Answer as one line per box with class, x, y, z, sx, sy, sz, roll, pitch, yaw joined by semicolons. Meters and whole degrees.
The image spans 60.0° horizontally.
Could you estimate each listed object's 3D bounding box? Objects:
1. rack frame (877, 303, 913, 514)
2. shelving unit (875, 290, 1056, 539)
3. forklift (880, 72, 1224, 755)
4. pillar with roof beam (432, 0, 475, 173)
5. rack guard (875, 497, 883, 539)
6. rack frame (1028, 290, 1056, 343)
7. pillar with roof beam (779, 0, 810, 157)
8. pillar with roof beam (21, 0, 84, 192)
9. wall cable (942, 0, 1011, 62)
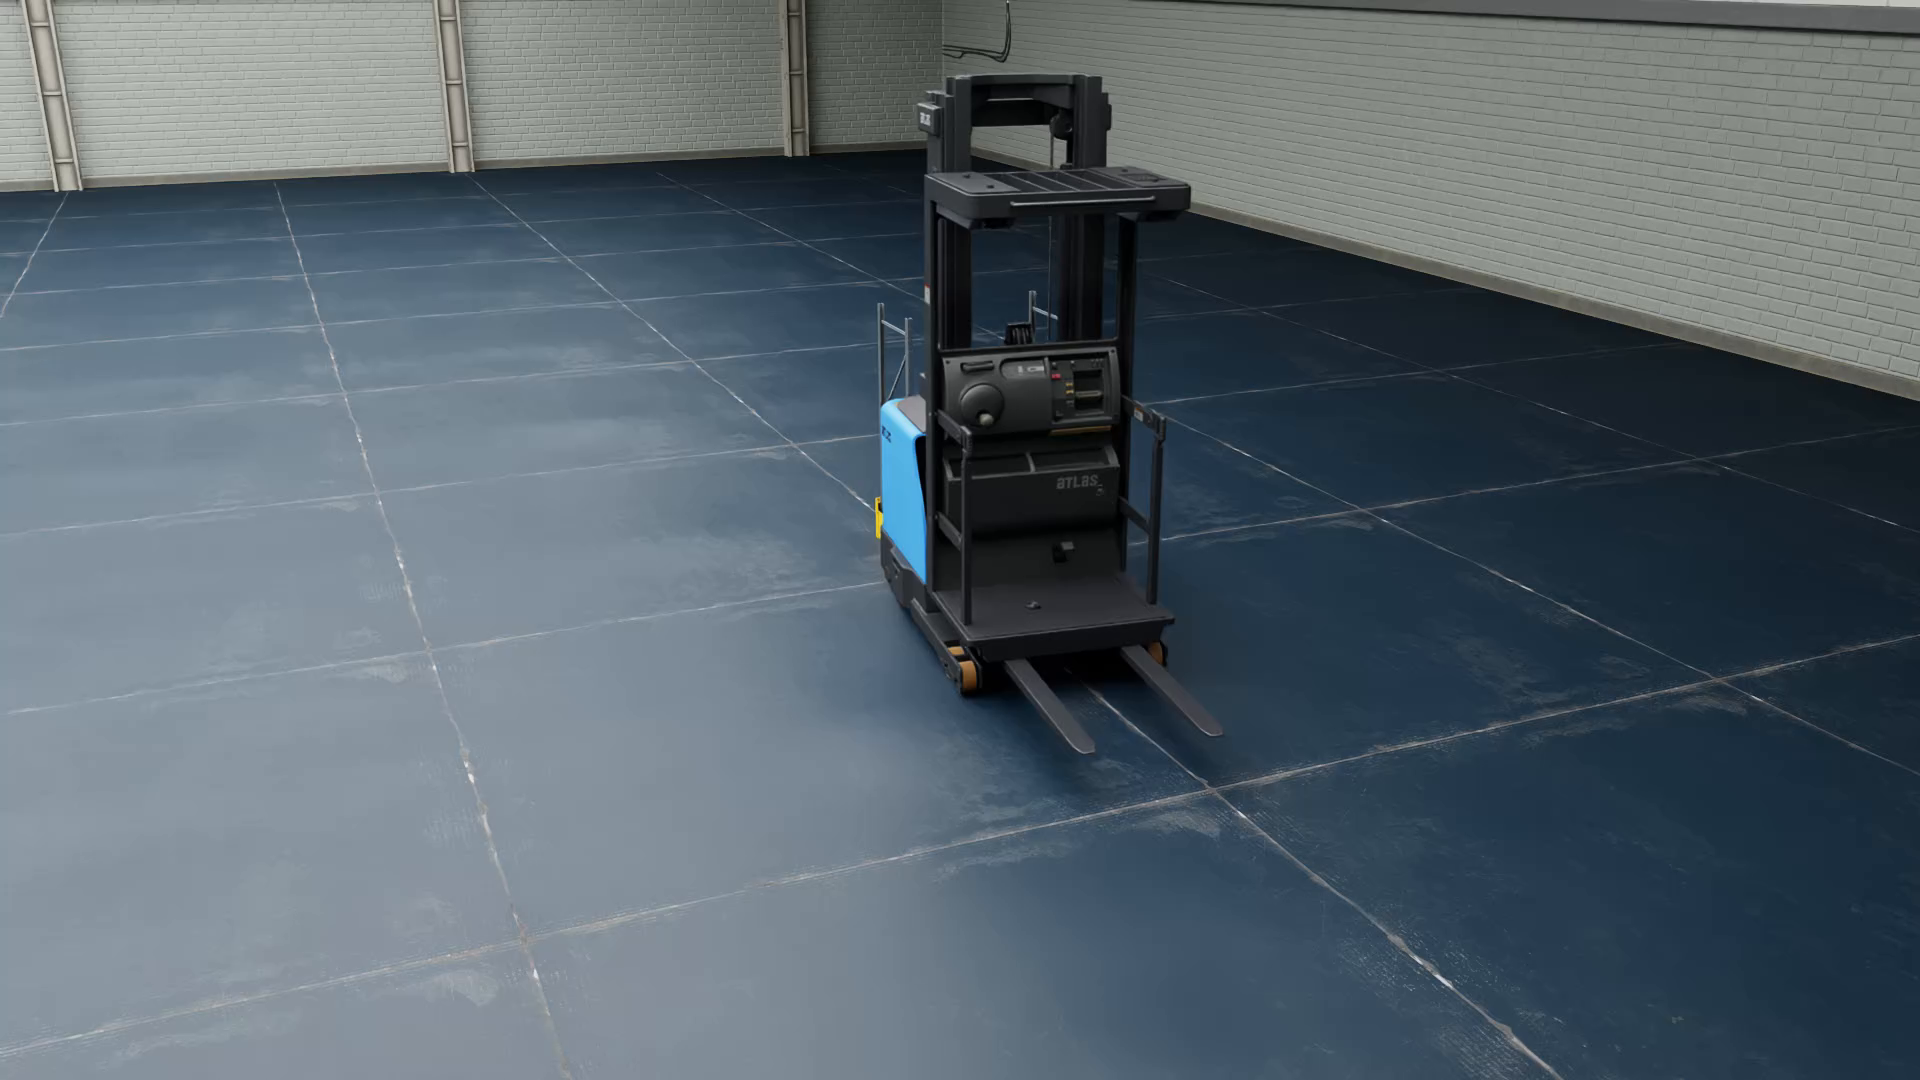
rack frame;-0.388;-0.652;10.115;0.032;1.500;0.500;-8;21;-22
shelving unit;0.070;-0.717;10.301;1.083;1.500;0.587;-8;21;-22
forklift;0.431;-0.757;8.259;1.130;2.935;3.031;-6;20;-15
pillar with roof beam;-6.813;-9.240;23.215;0.400;9.000;9.100;-8;21;-22
rack guard;-0.387;-0.062;10.323;0.087;0.250;0.587;-8;21;-22
rack frame;0.545;-0.786;10.495;0.032;1.500;0.500;-8;21;-22
pillar with roof beam;-1.304;-10.029;25.456;0.400;9.000;9.100;-8;21;-22
pillar with roof beam;-12.322;-8.451;20.973;0.400;9.000;9.100;-8;21;-22
wall cable;0.220;-9.862;29.656;0.112;2.526;3.097;-8;21;-22
